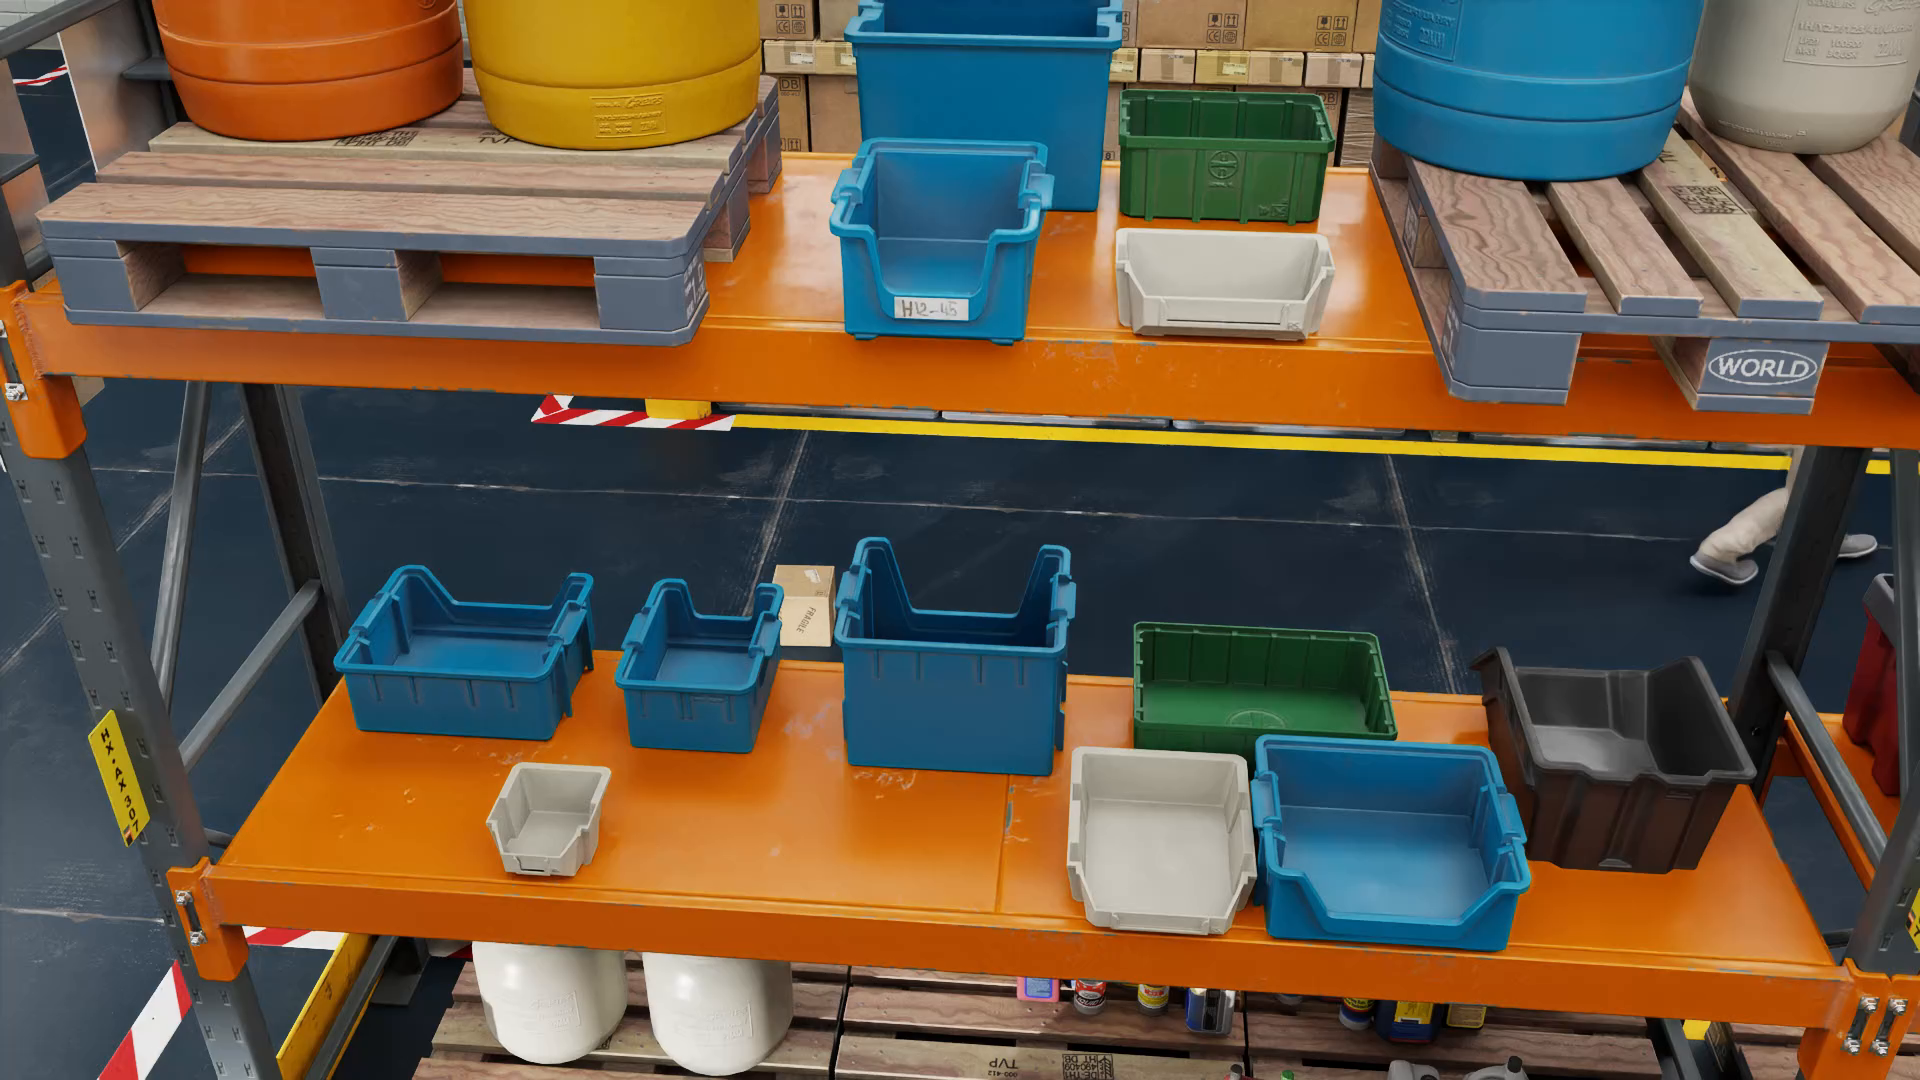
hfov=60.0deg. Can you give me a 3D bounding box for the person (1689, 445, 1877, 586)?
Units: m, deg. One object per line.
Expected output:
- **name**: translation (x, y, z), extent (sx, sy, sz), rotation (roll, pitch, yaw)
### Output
- **person**: translation (3.714, -0.554, 7.052), extent (1.007, 1.679, 0.549), rotation (-3, 32, -5)
